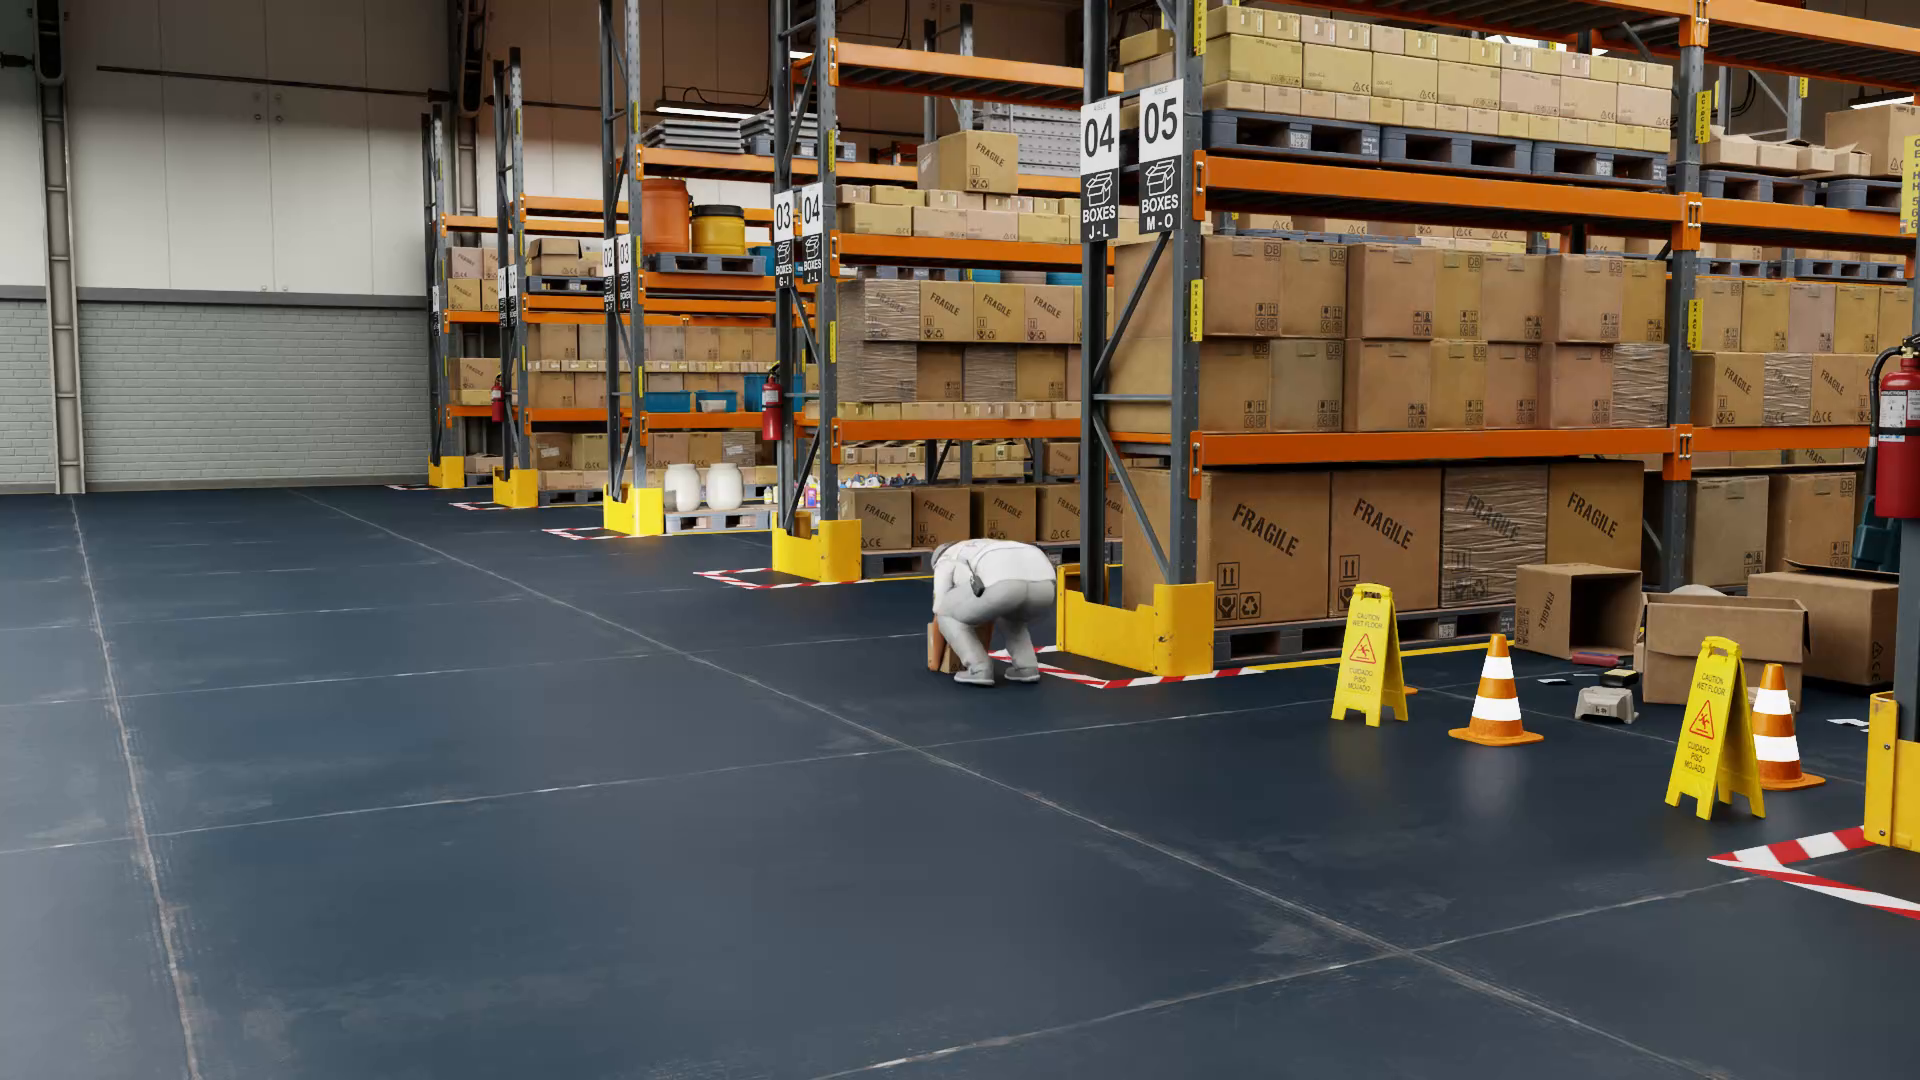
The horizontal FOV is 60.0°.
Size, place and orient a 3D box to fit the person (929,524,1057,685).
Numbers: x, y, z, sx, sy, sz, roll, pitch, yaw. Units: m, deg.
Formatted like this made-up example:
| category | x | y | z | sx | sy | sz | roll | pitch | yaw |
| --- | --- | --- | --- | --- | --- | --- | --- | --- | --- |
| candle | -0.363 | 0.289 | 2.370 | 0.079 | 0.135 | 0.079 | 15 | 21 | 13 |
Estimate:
| category | x | y | z | sx | sy | sz | roll | pitch | yaw |
| --- | --- | --- | --- | --- | --- | --- | --- | --- | --- |
| person | 0.128 | 0.330 | 8.950 | 0.523 | 0.854 | 0.940 | -3 | 6 | -30 |
